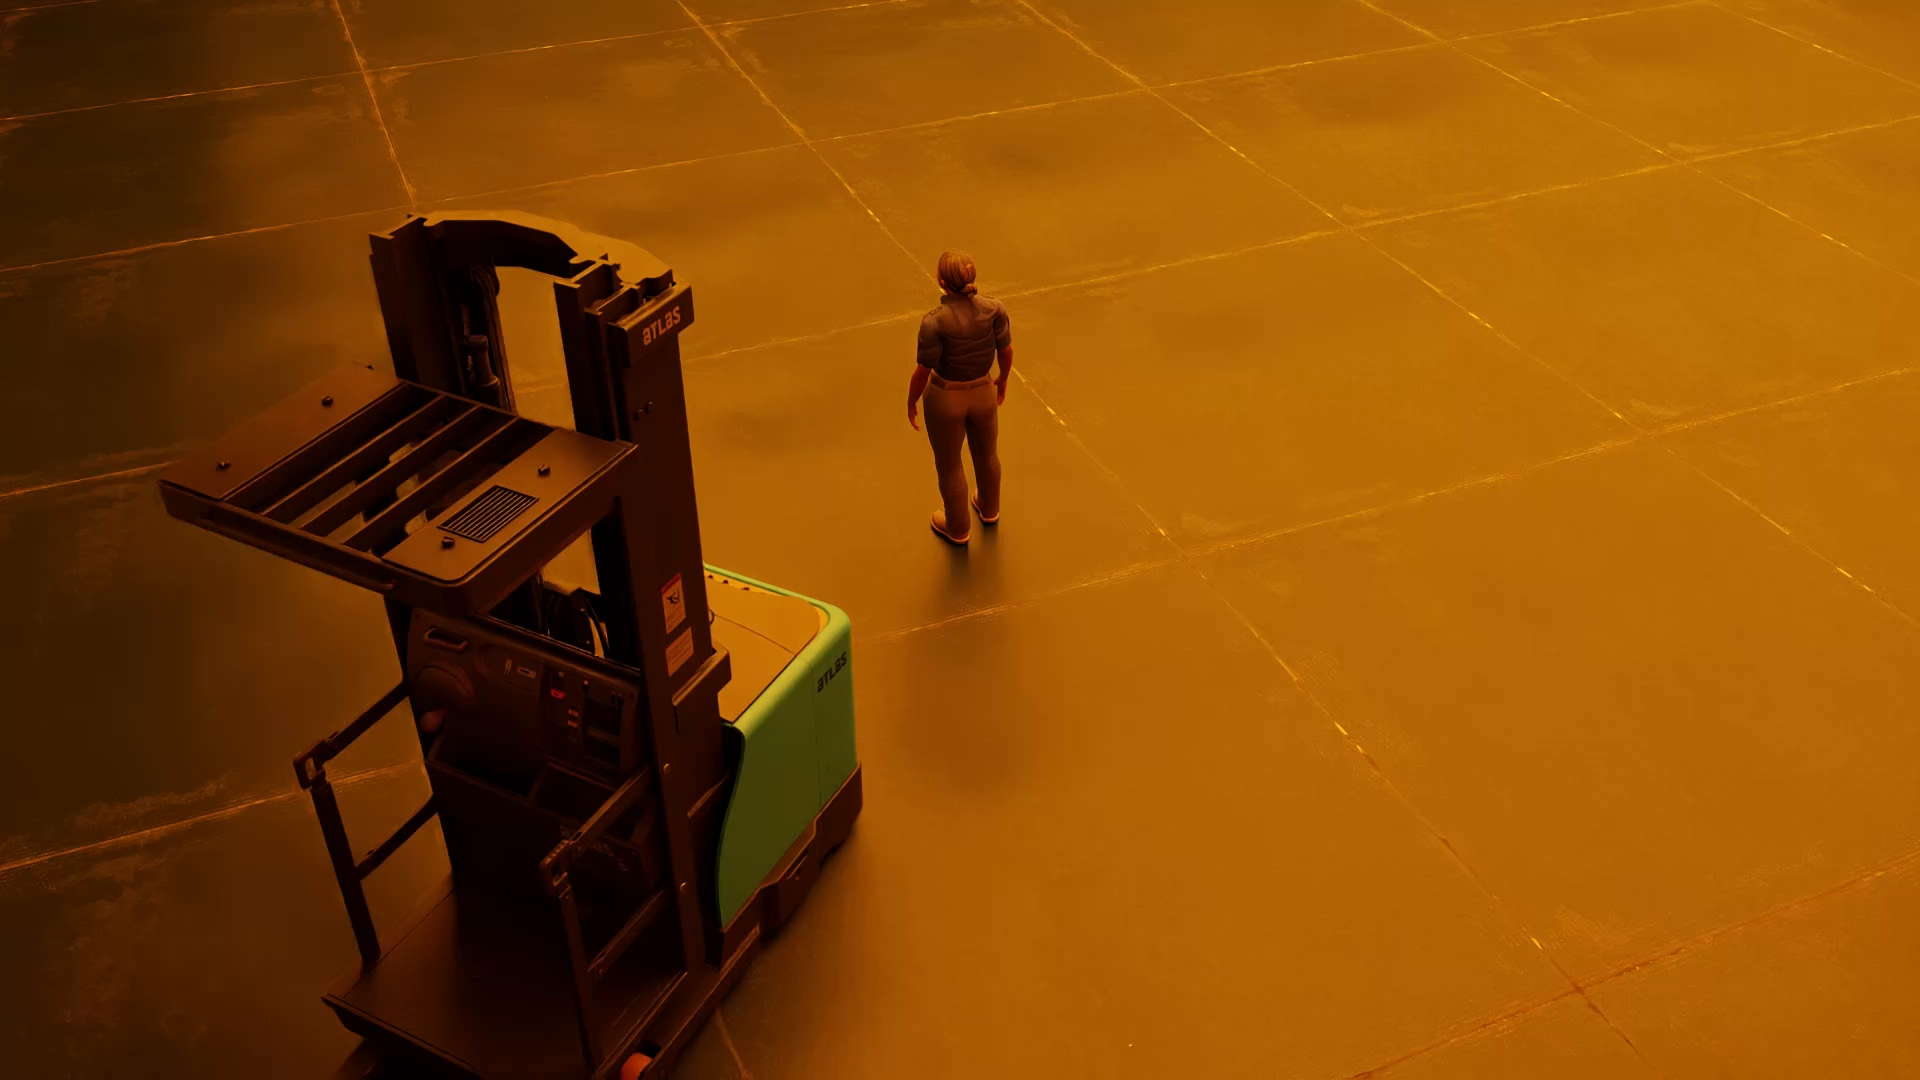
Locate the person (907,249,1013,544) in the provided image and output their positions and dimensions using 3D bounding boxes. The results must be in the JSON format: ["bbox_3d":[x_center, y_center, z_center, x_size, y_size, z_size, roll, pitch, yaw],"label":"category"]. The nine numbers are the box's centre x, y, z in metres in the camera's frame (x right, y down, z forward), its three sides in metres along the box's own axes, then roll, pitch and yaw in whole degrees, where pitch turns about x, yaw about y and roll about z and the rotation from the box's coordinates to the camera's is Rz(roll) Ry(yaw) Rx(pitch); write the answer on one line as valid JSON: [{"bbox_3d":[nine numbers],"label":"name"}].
[{"bbox_3d":[-0.016,-0.731,8.216,0.570,1.654,0.504,-14,38,-19],"label":"person"}]

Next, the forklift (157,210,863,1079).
[{"bbox_3d":[-1.532,0.580,5.283,1.130,2.935,3.031,17,39,22],"label":"forklift"}]
